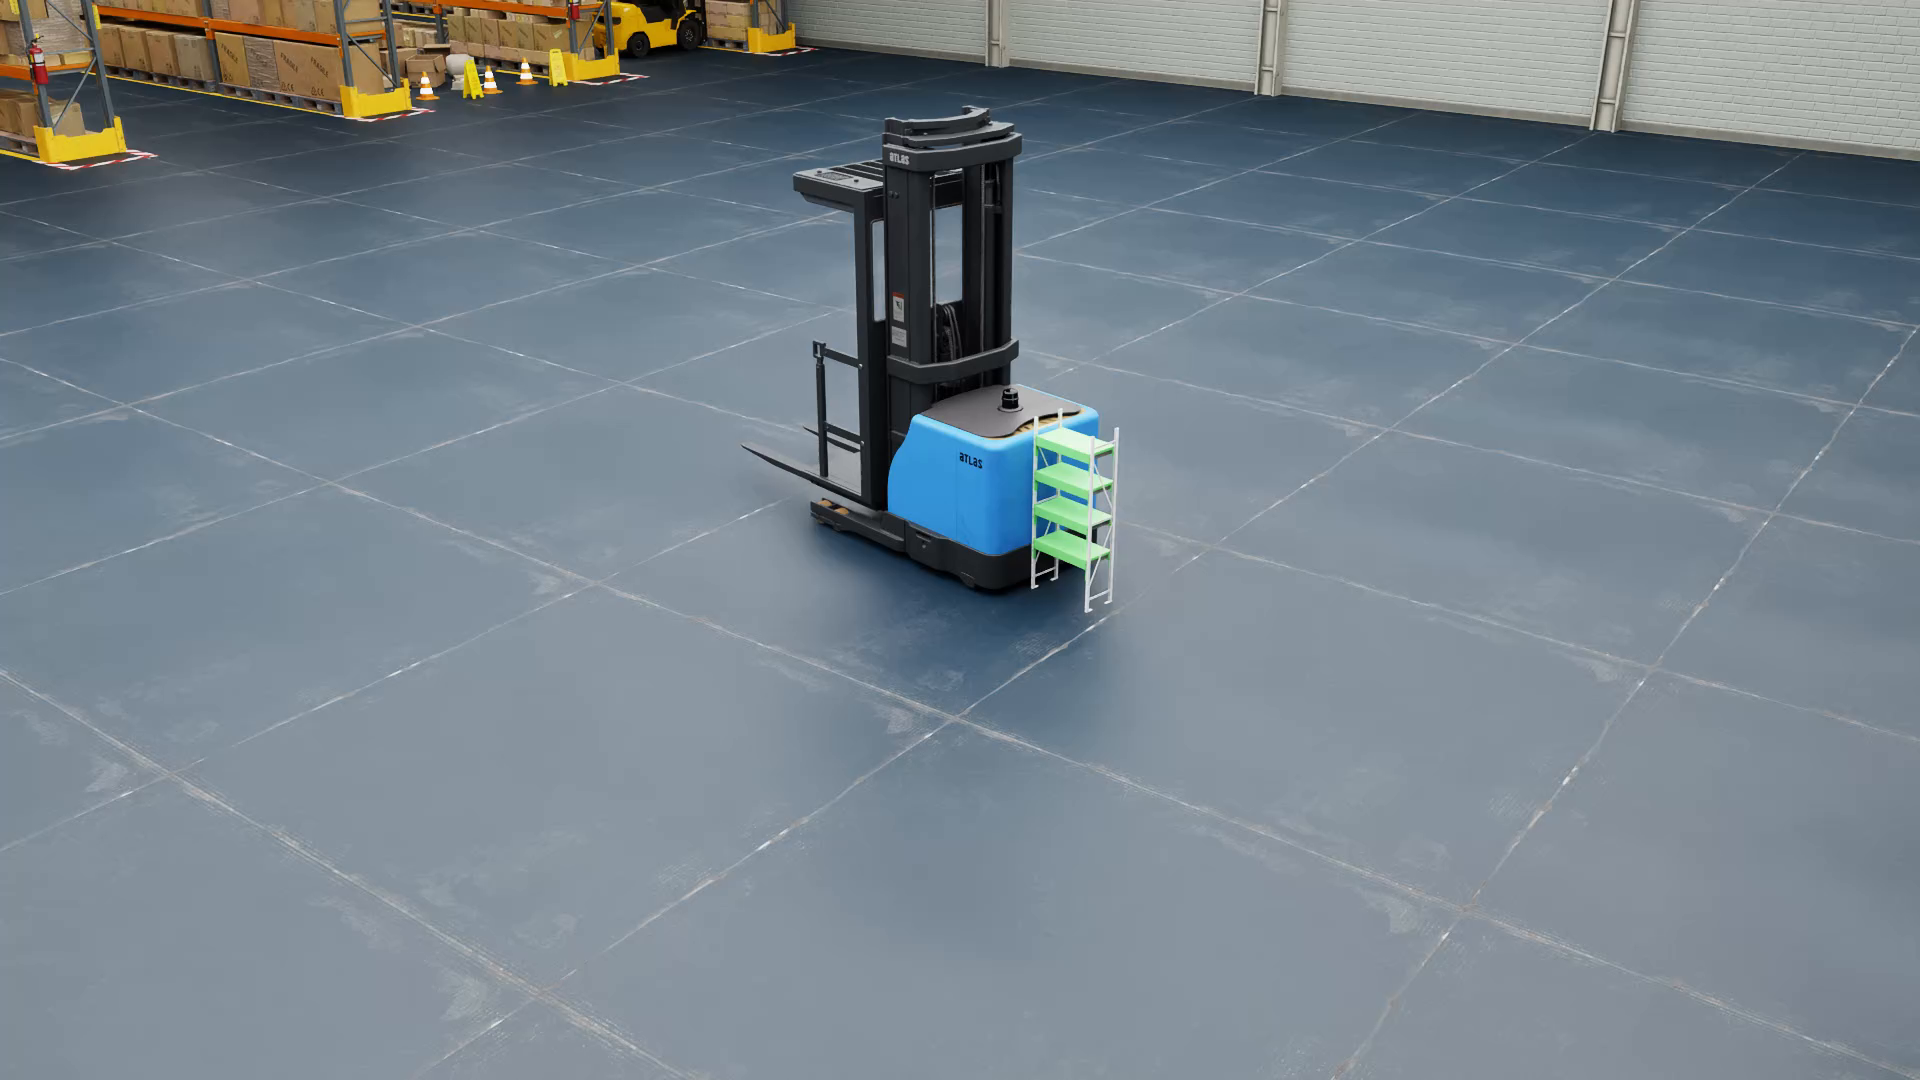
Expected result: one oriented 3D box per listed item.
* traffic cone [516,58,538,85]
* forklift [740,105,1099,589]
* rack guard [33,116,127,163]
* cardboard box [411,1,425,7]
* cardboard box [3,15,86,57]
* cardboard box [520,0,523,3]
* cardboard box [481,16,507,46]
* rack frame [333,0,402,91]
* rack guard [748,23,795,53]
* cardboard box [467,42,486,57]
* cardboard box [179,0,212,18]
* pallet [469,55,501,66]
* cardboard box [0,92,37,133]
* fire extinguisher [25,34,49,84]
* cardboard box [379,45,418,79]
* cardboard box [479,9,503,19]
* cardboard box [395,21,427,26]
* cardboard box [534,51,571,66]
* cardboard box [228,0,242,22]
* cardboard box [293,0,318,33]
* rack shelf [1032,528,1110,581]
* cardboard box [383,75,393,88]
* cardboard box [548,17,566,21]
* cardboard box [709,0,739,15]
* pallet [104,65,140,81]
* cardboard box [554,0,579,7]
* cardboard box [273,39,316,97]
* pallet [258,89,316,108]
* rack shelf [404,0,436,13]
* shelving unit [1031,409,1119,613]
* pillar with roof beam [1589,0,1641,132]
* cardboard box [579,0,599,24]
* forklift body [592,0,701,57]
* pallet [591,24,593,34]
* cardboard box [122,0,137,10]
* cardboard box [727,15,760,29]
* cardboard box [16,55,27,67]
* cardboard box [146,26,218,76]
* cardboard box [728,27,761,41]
[{"bbox_3d":[-8.121,-8.783,31.110,0.334,0.463,0.336,17,29,33],"label":"traffic cone"},{"bbox_3d":[-0.429,-1.527,11.582,1.130,2.935,3.031,-21,31,-39],"label":"forklift"},{"bbox_3d":[-13.007,-5.933,24.596,0.348,0.500,1.175,17,29,33],"label":"rack guard"},{"bbox_3d":[-13.379,-13.619,41.519,0.500,0.500,0.500,18,30,36],"label":"cardboard box"},{"bbox_3d":[-13.370,-7.383,24.293,0.500,0.500,0.875,17,29,33],"label":"cardboard box"},{"bbox_3d":[-8.237,-10.417,31.984,0.250,0.149,0.380,17,29,34],"label":"cardboard box"},{"bbox_3d":[-9.044,-10.019,32.729,0.500,0.500,0.500,19,30,36],"label":"cardboard box"},{"bbox_3d":[-9.891,-8.635,27.627,0.127,3.000,1.000,17,29,33],"label":"rack frame"},{"bbox_3d":[-4.010,-10.709,35.435,0.348,0.500,1.175,17,29,33],"label":"rack guard"},{"bbox_3d":[-9.460,-9.802,33.166,0.500,0.250,0.500,19,30,36],"label":"cardboard box"},{"bbox_3d":[-13.670,-9.688,29.893,0.500,0.500,0.500,17,29,33],"label":"cardboard box"},{"bbox_3d":[-9.645,-9.796,33.722,1.213,0.211,1.003,17,29,33],"label":"pallet"},{"bbox_3d":[-14.425,-6.555,25.486,0.500,0.500,0.500,20,31,38],"label":"cardboard box"},{"bbox_3d":[-13.131,-6.847,23.666,0.183,0.674,0.296,17,29,33],"label":"fire extinguisher"},{"bbox_3d":[-10.680,-9.007,31.401,0.503,0.637,0.797,17,29,33],"label":"cardboard box"},{"bbox_3d":[-9.200,-10.330,32.630,0.250,0.149,0.380,19,30,36],"label":"cardboard box"},{"bbox_3d":[-11.760,-10.680,35.006,0.625,0.372,0.950,18,29,35],"label":"cardboard box"},{"bbox_3d":[-7.830,-9.305,32.037,0.500,0.250,0.500,17,29,33],"label":"cardboard box"},{"bbox_3d":[-12.336,-9.460,29.313,0.550,0.550,0.875,17,29,33],"label":"cardboard box"},{"bbox_3d":[-10.668,-8.904,28.053,0.550,0.550,0.875,17,29,33],"label":"cardboard box"},{"bbox_3d":[0.730,0.090,10.811,0.258,0.148,0.480,-21,31,-39],"label":"rack shelf"},{"bbox_3d":[-10.612,-8.529,30.779,0.396,0.266,0.258,-21,31,-39],"label":"cardboard box"},{"bbox_3d":[-7.923,-9.948,32.568,0.500,0.500,0.500,16,28,31],"label":"cardboard box"},{"bbox_3d":[-4.997,-11.382,35.513,0.500,0.250,0.500,17,29,34],"label":"cardboard box"},{"bbox_3d":[-15.707,-9.078,32.092,1.213,0.211,1.003,17,29,33],"label":"pallet"},{"bbox_3d":[-7.431,-10.163,31.407,0.250,0.149,0.380,18,29,35],"label":"cardboard box"},{"bbox_3d":[-11.179,-8.209,28.776,0.875,0.875,0.875,16,29,32],"label":"cardboard box"},{"bbox_3d":[-11.550,-7.822,29.241,1.213,0.211,1.003,17,29,33],"label":"pallet"},{"bbox_3d":[-11.804,-11.378,34.746,4.000,0.370,1.077,17,29,33],"label":"rack shelf"},{"bbox_3d":[0.730,-0.188,10.689,0.258,1.200,0.503,-21,31,-39],"label":"shelving unit"},{"bbox_3d":[7.776,-9.321,21.745,0.400,9.000,9.100,17,29,33],"label":"pillar with roof beam"},{"bbox_3d":[-8.270,-12.244,38.243,0.625,0.625,0.875,16,29,33],"label":"cardboard box"},{"bbox_3d":[-6.641,-11.340,34.820,1.214,2.155,2.313,17,29,33],"label":"forklift body"},{"bbox_3d":[-7.843,-11.715,38.078,1.213,0.211,1.003,17,29,33],"label":"pallet"},{"bbox_3d":[-15.283,-10.175,31.000,0.500,0.500,0.500,17,29,33],"label":"cardboard box"},{"bbox_3d":[-4.606,-11.038,35.351,0.500,0.250,0.500,16,29,33],"label":"cardboard box"},{"bbox_3d":[-13.498,-7.007,24.244,0.250,0.149,0.380,17,29,33],"label":"cardboard box"},{"bbox_3d":[-14.412,-9.120,30.999,0.750,0.750,1.050,17,29,33],"label":"cardboard box"},{"bbox_3d":[-4.595,-10.804,35.441,0.500,0.250,0.500,17,29,34],"label":"cardboard box"}]
